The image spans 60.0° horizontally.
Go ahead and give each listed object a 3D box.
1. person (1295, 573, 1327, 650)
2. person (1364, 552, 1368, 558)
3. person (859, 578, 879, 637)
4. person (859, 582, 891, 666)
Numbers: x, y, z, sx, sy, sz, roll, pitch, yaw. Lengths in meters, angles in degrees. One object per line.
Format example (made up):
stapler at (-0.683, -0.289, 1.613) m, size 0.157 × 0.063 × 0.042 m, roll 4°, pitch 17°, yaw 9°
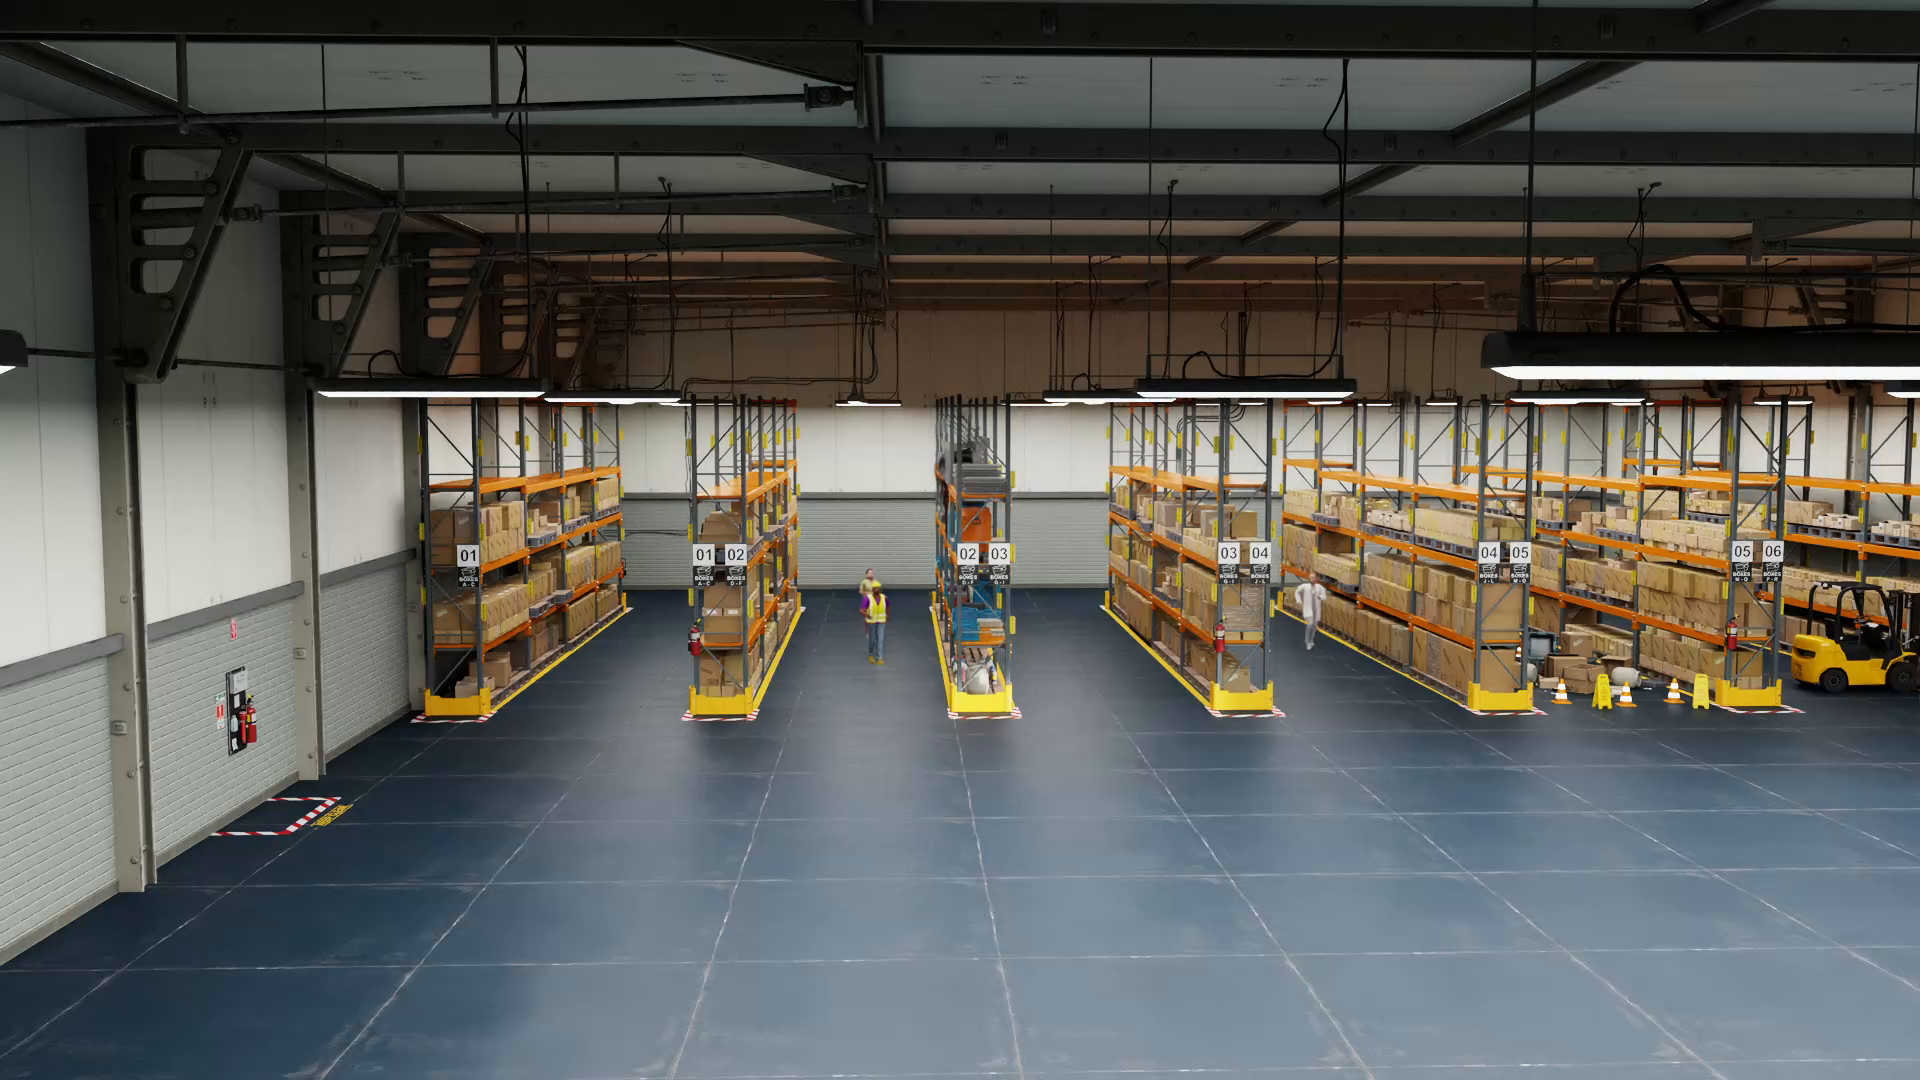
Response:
person at (8.404, 1.716, 39.737) m, size 0.670 × 1.846 × 0.829 m, roll -1°, pitch 5°, yaw -8°
person at (11.297, 1.200, 46.513) m, size 0.684 × 1.766 × 0.581 m, roll 0°, pitch 5°, yaw -3°
person at (-2.133, 1.659, 39.340) m, size 0.513 × 1.504 × 0.571 m, roll -1°, pitch 5°, yaw -11°
person at (-1.766, 1.770, 35.272) m, size 0.712 × 1.777 × 0.803 m, roll -1°, pitch 5°, yaw -16°
